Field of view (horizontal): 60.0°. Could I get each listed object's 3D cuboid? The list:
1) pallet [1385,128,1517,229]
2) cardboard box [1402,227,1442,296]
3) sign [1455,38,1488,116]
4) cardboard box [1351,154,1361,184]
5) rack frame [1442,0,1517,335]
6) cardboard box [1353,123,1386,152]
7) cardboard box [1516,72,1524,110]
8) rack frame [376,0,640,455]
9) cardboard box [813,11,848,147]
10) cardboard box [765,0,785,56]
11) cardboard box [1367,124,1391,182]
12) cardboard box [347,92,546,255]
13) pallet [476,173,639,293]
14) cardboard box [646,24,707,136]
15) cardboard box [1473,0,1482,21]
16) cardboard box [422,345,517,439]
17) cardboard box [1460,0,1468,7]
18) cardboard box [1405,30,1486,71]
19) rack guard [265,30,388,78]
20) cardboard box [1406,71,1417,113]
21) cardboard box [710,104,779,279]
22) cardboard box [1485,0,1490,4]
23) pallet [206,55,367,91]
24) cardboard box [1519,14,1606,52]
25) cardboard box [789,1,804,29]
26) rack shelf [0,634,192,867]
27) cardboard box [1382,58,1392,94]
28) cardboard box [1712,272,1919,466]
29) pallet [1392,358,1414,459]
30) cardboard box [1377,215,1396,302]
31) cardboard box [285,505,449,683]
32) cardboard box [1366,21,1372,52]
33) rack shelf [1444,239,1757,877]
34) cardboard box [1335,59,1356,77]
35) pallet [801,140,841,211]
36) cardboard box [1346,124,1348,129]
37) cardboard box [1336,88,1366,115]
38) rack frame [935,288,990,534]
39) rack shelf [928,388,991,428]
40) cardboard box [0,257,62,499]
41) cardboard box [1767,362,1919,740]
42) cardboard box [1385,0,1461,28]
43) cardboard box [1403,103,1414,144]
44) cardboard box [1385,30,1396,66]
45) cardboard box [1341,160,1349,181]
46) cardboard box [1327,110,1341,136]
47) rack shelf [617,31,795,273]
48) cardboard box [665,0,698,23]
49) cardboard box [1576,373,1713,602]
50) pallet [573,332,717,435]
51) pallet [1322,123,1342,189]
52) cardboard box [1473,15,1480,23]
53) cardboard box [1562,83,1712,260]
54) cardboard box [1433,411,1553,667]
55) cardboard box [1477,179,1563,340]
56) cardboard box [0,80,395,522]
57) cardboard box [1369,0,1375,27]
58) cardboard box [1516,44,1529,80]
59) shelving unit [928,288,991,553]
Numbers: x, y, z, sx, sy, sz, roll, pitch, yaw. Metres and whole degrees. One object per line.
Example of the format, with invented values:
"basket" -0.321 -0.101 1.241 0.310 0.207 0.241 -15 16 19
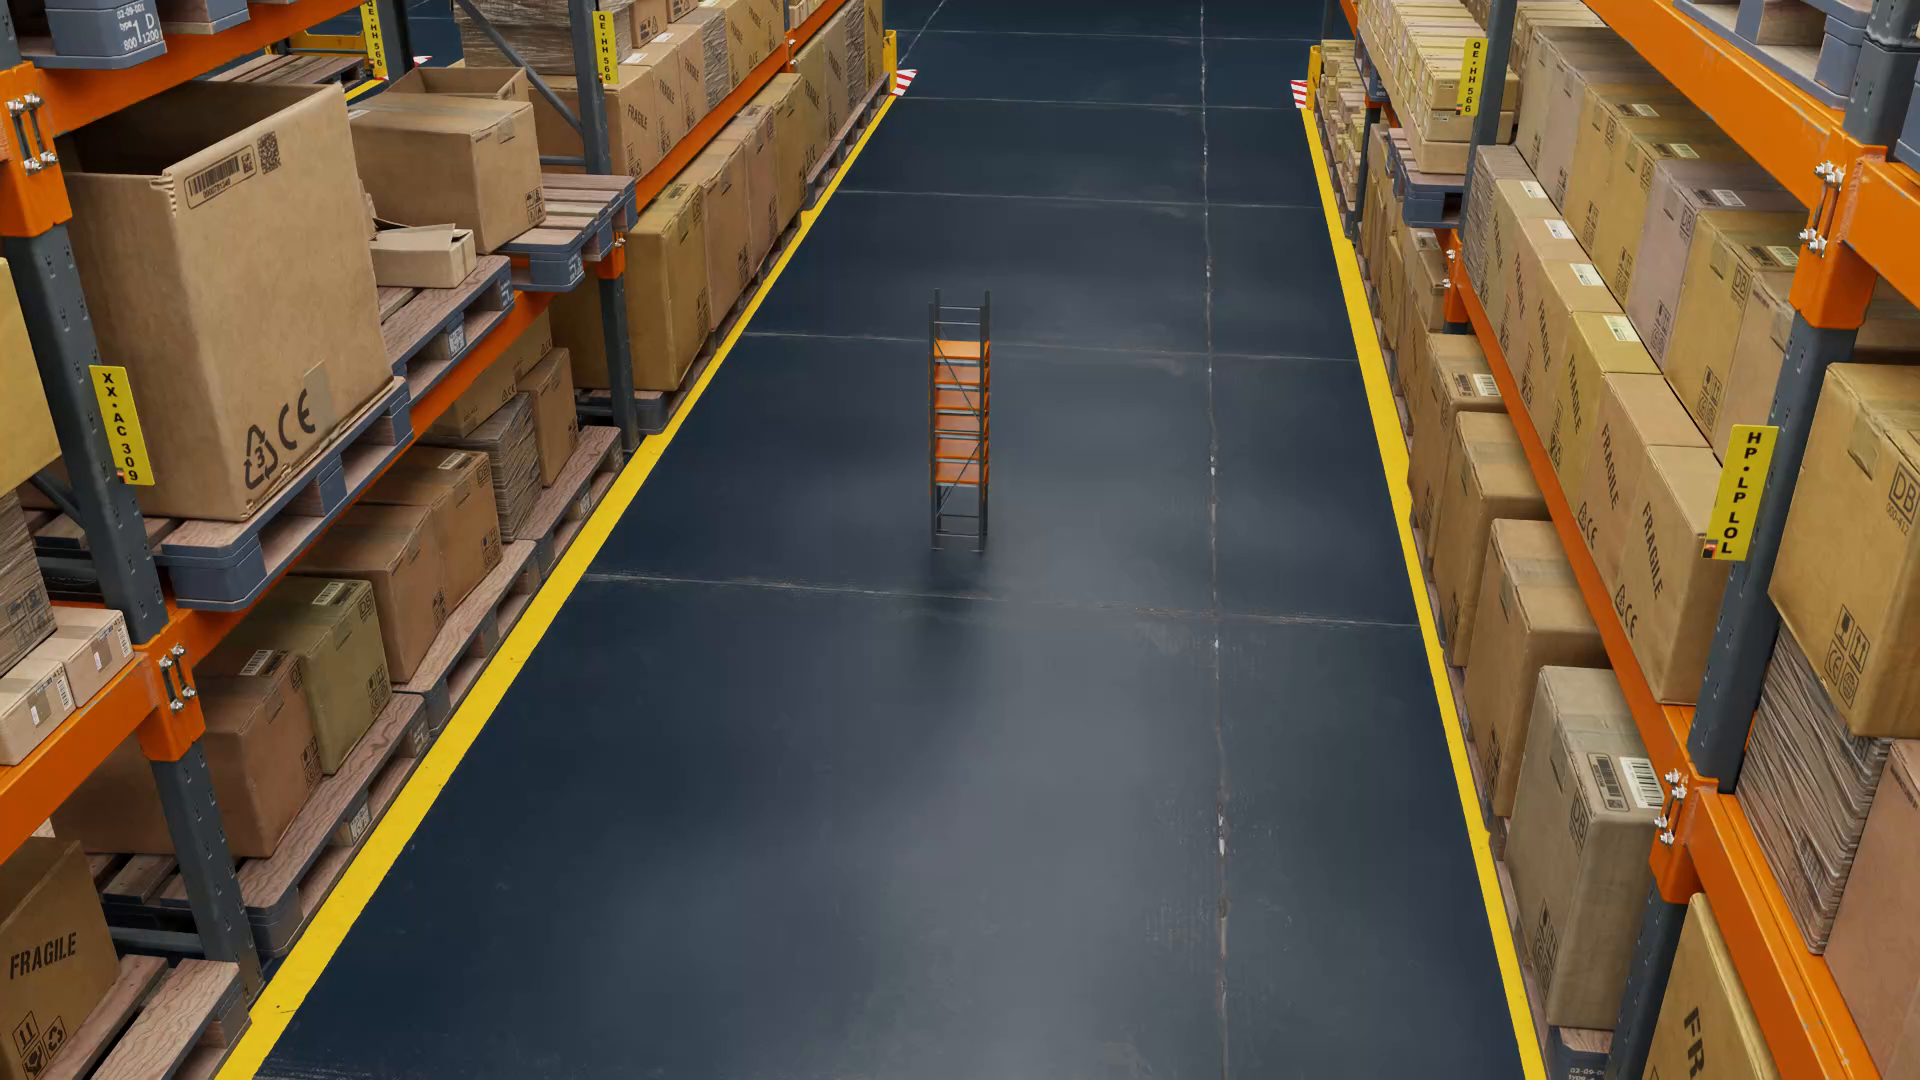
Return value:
"pallet" 2.719 -1.739 8.017 1.213 0.211 1.003 3 28 6
"cardboard box" 2.612 -1.472 8.721 0.500 0.250 0.500 4 29 7
"sign" 2.198 -1.983 7.132 0.100 0.325 0.005 3 28 6
"cardboard box" 2.951 -2.592 11.648 0.380 0.149 0.250 4 29 7
"rack frame" 2.738 -1.481 7.337 1.000 3.000 0.127 3 28 6
"cardboard box" 3.005 -2.861 11.834 0.380 0.149 0.250 4 29 7
"cardboard box" 3.153 -2.379 8.825 0.380 0.149 0.250 4 29 7
"rack frame" -2.173 -1.817 7.961 1.000 3.000 0.127 3 28 6
"cardboard box" -1.412 -3.679 13.214 0.875 0.875 0.875 3 28 6
"cardboard box" -1.469 -3.508 10.994 0.500 0.500 0.500 3 29 6
"cardboard box" 2.875 -2.446 10.531 0.500 0.250 0.500 2 28 4
"cardboard box" -2.168 -1.521 6.863 0.700 0.500 0.500 8 29 14
"pallet" -2.154 -1.391 7.372 1.213 0.211 1.003 3 28 6
"cardboard box" -1.723 -2.559 9.231 0.500 0.500 0.500 3 28 5
"cardboard box" 3.344 -3.247 10.122 0.380 0.149 0.250 4 29 7
"cardboard box" -2.280 -0.673 7.218 0.500 0.250 0.500 7 29 12
"cardboard box" 3.538 -3.758 11.144 0.500 0.500 0.500 3 28 5
"cardboard box" 2.437 -2.442 8.316 0.380 0.149 0.250 4 29 8
"rack guard" -6.118 -4.782 16.100 1.175 0.500 0.348 3 28 6
"cardboard box" 2.407 -2.195 8.171 0.380 0.149 0.250 4 29 7
"cardboard box" -1.850 -2.227 10.518 1.225 0.875 0.875 2 28 4
"cardboard box" 3.307 -3.252 9.819 0.380 0.149 0.250 2 28 5
"pallet" -6.248 -4.257 15.430 1.003 0.211 1.213 3 28 6
"cardboard box" 3.146 -2.643 8.688 0.380 0.149 0.250 4 29 8
"cardboard box" -1.316 -3.709 11.738 0.380 0.149 0.250 3 29 6
"rack shelf" -2.908 1.324 2.889 1.077 0.370 4.000 3 28 6
"cardboard box" 2.534 -2.547 9.136 0.380 0.149 0.250 2 28 4
"cardboard box" 2.302 -0.317 4.016 0.700 0.500 0.500 3 28 5
"pallet" 2.835 -0.622 8.681 1.003 0.211 1.213 3 28 6
"cardboard box" 2.760 -1.620 9.787 0.500 0.500 0.500 4 29 7
"cardboard box" -2.421 0.198 6.392 0.700 0.500 0.500 1 28 2
"cardboard box" 2.660 -3.032 10.037 0.380 0.149 0.250 4 29 7
"rack shelf" 2.493 -0.223 5.760 1.077 0.370 4.000 3 28 6
"cardboard box" 3.296 -3.843 13.656 0.380 0.149 0.250 2 28 4
"pallet" -1.512 -2.826 12.773 1.003 0.211 1.213 3 28 6
"cardboard box" 3.180 -3.205 12.787 0.380 0.149 0.250 2 28 4
"cardboard box" 3.100 -3.357 12.754 0.380 0.149 0.250 2 28 4
"rack frame" 0.009 -0.564 7.533 0.240 1.200 0.006 3 28 6
"rack shelf" -0.002 -0.588 7.417 0.258 0.103 0.180 3 28 6
"cardboard box" -2.445 -0.322 3.711 0.500 0.500 0.500 3 28 6
"cardboard box" 2.168 0.032 3.232 0.875 0.550 0.550 3 28 6
"cardboard box" 2.566 -2.933 9.227 0.380 0.149 0.250 4 29 8
"cardboard box" 2.405 -2.053 8.219 0.380 0.149 0.250 4 29 7
"cardboard box" 2.533 -2.675 9.060 0.380 0.149 0.250 3 28 5
"cardboard box" 3.021 -2.744 12.244 0.380 0.149 0.250 2 28 5
"cardboard box" 3.168 -3.352 13.372 0.380 0.149 0.250 2 28 4
"rack shelf" -1.928 -2.442 9.879 1.077 0.370 4.000 3 28 6
"cardboard box" -1.909 -3.269 9.492 0.797 0.503 0.637 4 29 8
"cardboard box" 2.108 -0.142 4.745 0.500 0.500 0.500 3 28 6
"pallet" -2.001 -0.956 9.303 1.003 0.211 1.213 3 28 6
"pallet" 3.422 -3.031 13.153 1.003 0.211 1.213 3 28 6
"cardboard box" 3.344 -3.118 10.197 0.380 0.149 0.250 4 29 6
"cardboard box" 2.551 -1.275 5.795 0.700 0.500 0.500 3 28 5
"cardboard box" 2.470 0.017 6.485 1.050 0.750 0.750 4 29 7
"cardboard box" 2.355 -1.090 6.506 0.500 0.500 0.500 3 28 6
"cardboard box" -2.426 -0.749 4.903 1.000 1.000 1.000 4 29 7
"cardboard box" 2.662 -3.167 9.975 0.380 0.149 0.250 4 29 7
"cardboard box" 3.152 -2.509 8.753 0.380 0.149 0.250 3 28 6
"shelving unit" -0.002 -0.521 7.453 0.258 1.200 0.189 3 28 6
